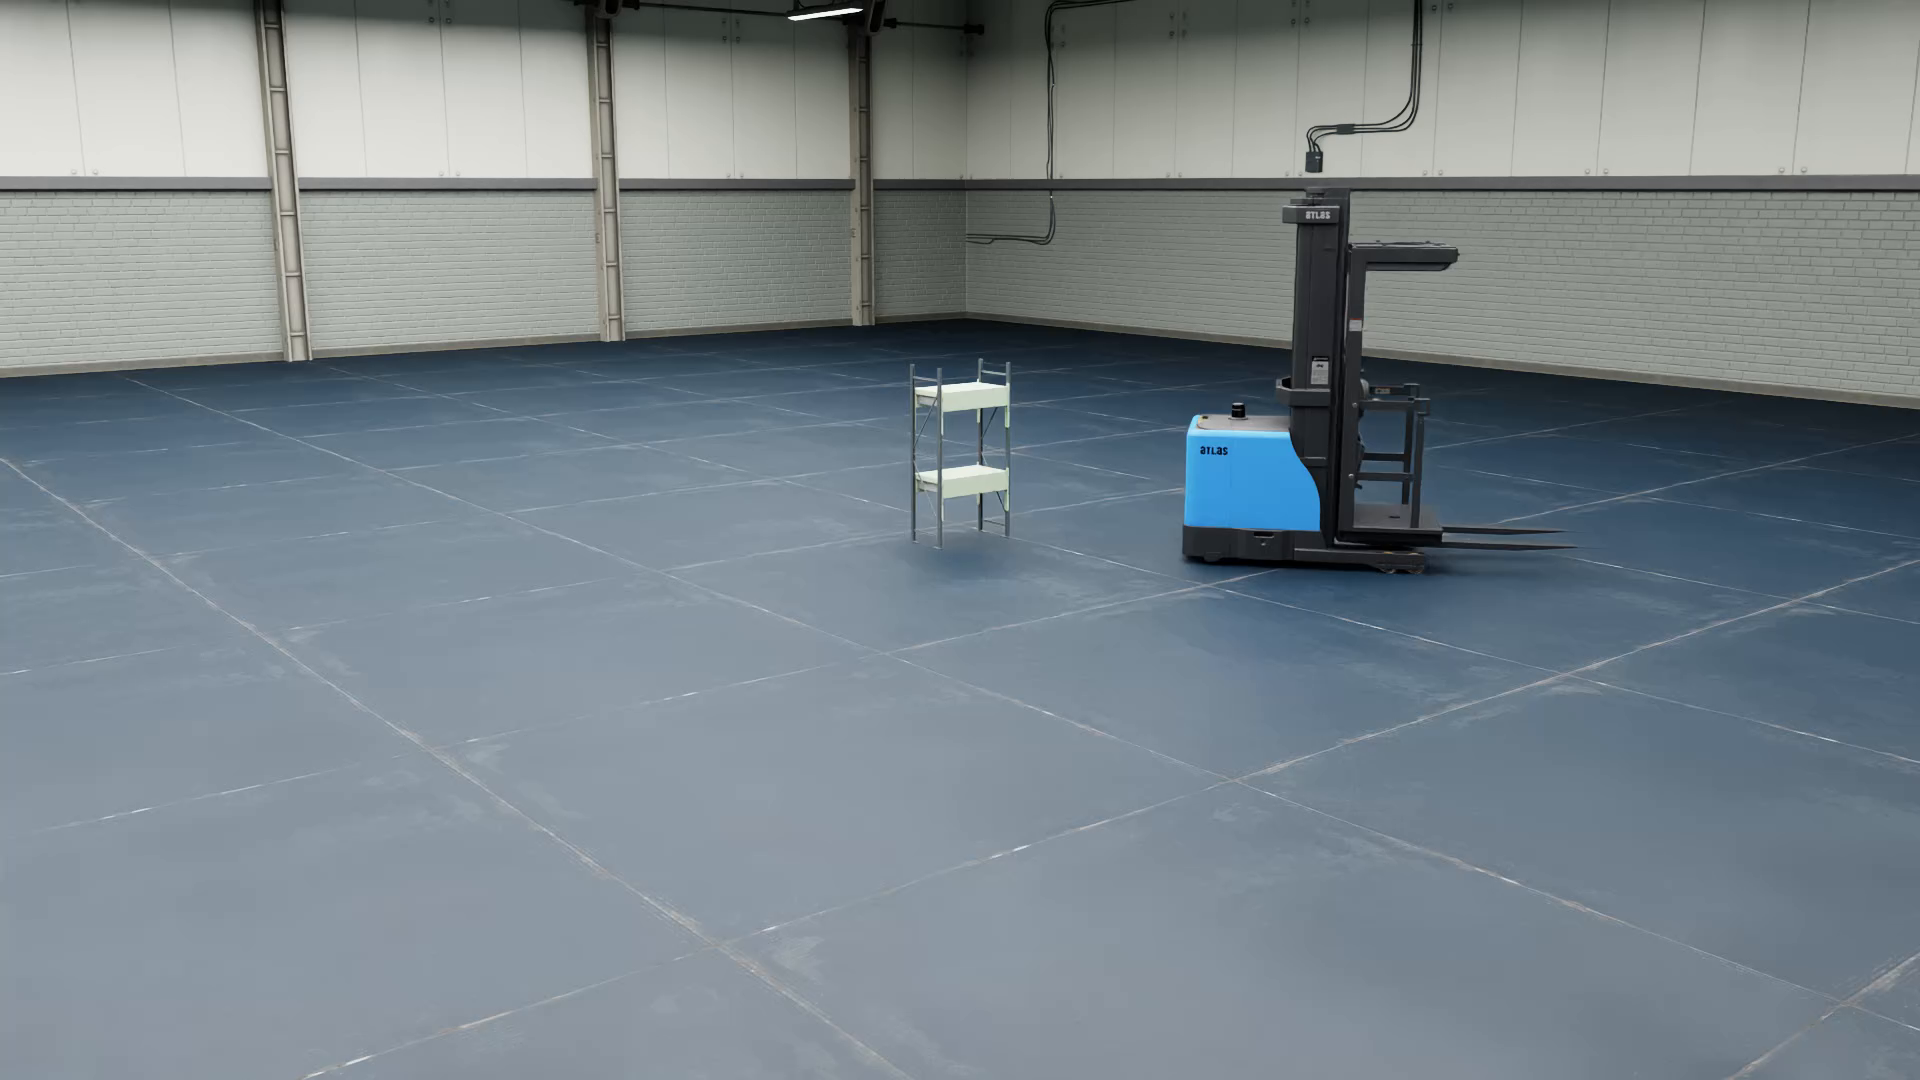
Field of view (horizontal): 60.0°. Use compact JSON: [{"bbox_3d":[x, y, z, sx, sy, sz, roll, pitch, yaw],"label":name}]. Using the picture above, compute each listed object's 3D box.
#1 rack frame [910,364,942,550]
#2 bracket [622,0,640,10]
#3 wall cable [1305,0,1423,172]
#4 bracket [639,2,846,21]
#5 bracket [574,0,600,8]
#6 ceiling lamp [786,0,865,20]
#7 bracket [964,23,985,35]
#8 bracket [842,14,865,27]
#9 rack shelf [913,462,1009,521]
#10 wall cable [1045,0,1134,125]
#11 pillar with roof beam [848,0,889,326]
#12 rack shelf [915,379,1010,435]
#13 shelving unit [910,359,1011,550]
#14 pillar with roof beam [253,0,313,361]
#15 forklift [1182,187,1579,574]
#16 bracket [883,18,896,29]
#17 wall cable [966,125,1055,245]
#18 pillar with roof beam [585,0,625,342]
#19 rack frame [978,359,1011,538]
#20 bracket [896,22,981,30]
[{"bbox_3d":[-0.281,-0.687,13.753,0.023,1.500,0.400,-9,15,-38],"label":"rack frame"},{"bbox_3d":[-6.238,-10.055,31.151,0.430,0.232,0.235,-9,15,-38],"label":"bracket"},{"bbox_3d":[6.946,-9.366,28.385,0.169,6.003,2.305,-9,15,-38],"label":"wall cable"},{"bbox_3d":[-4.213,-10.392,32.736,4.783,0.066,0.076,-9,15,-38],"label":"bracket"},{"bbox_3d":[-6.886,-9.947,30.644,0.430,0.232,0.235,-9,15,-38],"label":"bracket"},{"bbox_3d":[-2.149,-10.660,28.614,0.800,3.185,2.000,-9,15,-38],"label":"ceiling lamp"},{"bbox_3d":[0.297,-11.141,36.266,0.430,0.232,0.235,-9,15,-38],"label":"bracket"},{"bbox_3d":[-2.201,-10.726,34.310,0.430,0.232,0.235,-9,15,-38],"label":"bracket"},{"bbox_3d":[0.005,-0.416,14.045,0.720,0.370,0.431,-9,15,-38],"label":"rack shelf"},{"bbox_3d":[2.718,-9.757,33.731,0.112,2.526,3.097,-9,15,-38],"label":"wall cable"},{"bbox_3d":[0.590,-8.378,31.921,0.548,9.000,9.100,-9,15,-38],"label":"pillar with roof beam"},{"bbox_3d":[0.005,-1.116,13.896,0.720,0.370,0.431,-9,15,-38],"label":"rack shelf"},{"bbox_3d":[0.005,-0.735,13.977,0.755,1.500,0.431,-9,15,-38],"label":"shelving unit"},{"bbox_3d":[-8.780,-6.821,24.588,0.400,9.000,9.100,-9,15,-38],"label":"pillar with roof beam"},{"bbox_3d":[3.341,-1.288,13.139,3.031,2.935,1.130,2,12,10],"label":"forklift"},{"bbox_3d":[-1.553,-10.834,34.818,0.430,0.232,0.235,-9,15,-38],"label":"bracket"},{"bbox_3d":[1.028,-7.725,36.322,0.112,2.526,3.097,-9,15,-38],"label":"wall cable"},{"bbox_3d":[-4.095,-7.600,28.254,0.548,9.000,9.100,-9,15,-38],"label":"pillar with roof beam"},{"bbox_3d":[0.291,-0.782,14.201,0.023,1.500,0.400,-9,15,-38],"label":"rack frame"},{"bbox_3d":[-0.164,-11.064,35.905,3.189,0.066,0.076,-9,15,-38],"label":"bracket"}]
